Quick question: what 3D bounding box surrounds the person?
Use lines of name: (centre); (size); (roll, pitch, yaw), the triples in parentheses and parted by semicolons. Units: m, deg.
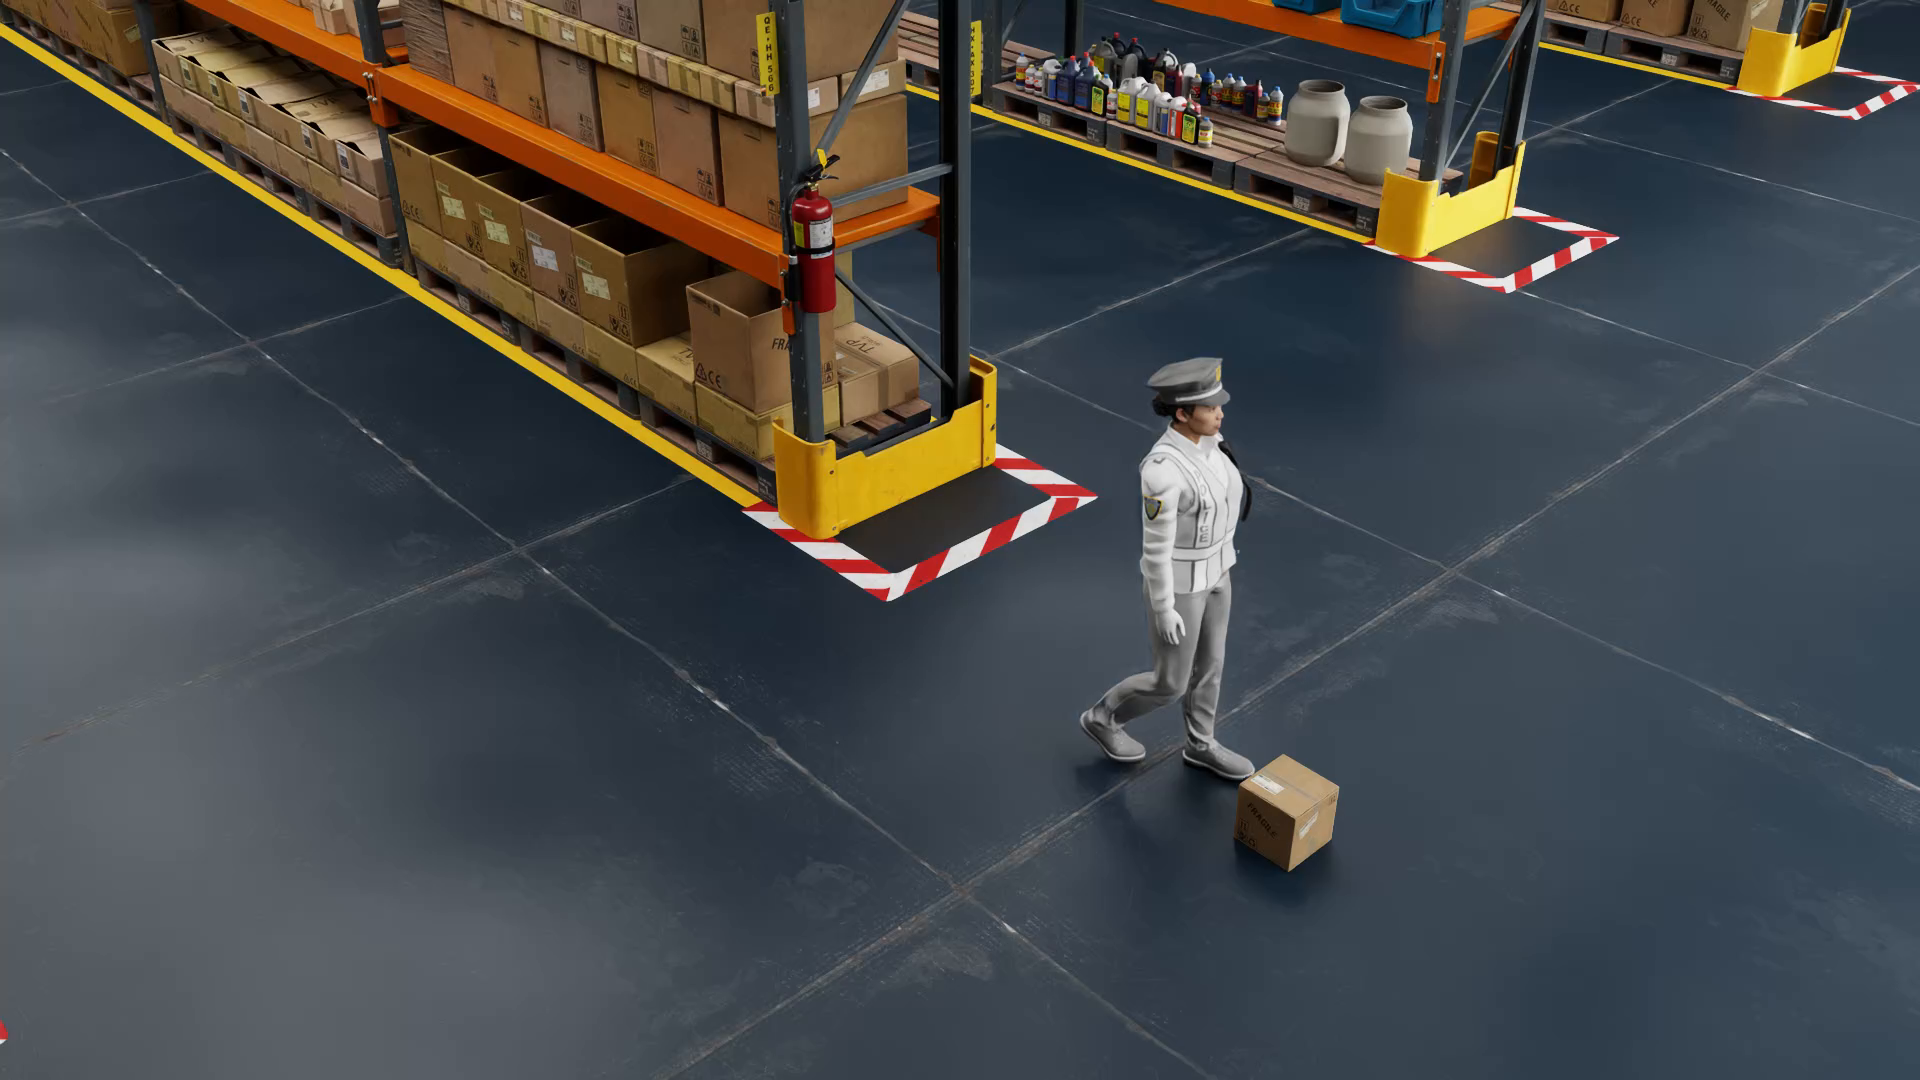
person: (0.795, 0.125, 5.894); (0.641, 1.677, 0.507); (20, 37, 28)
